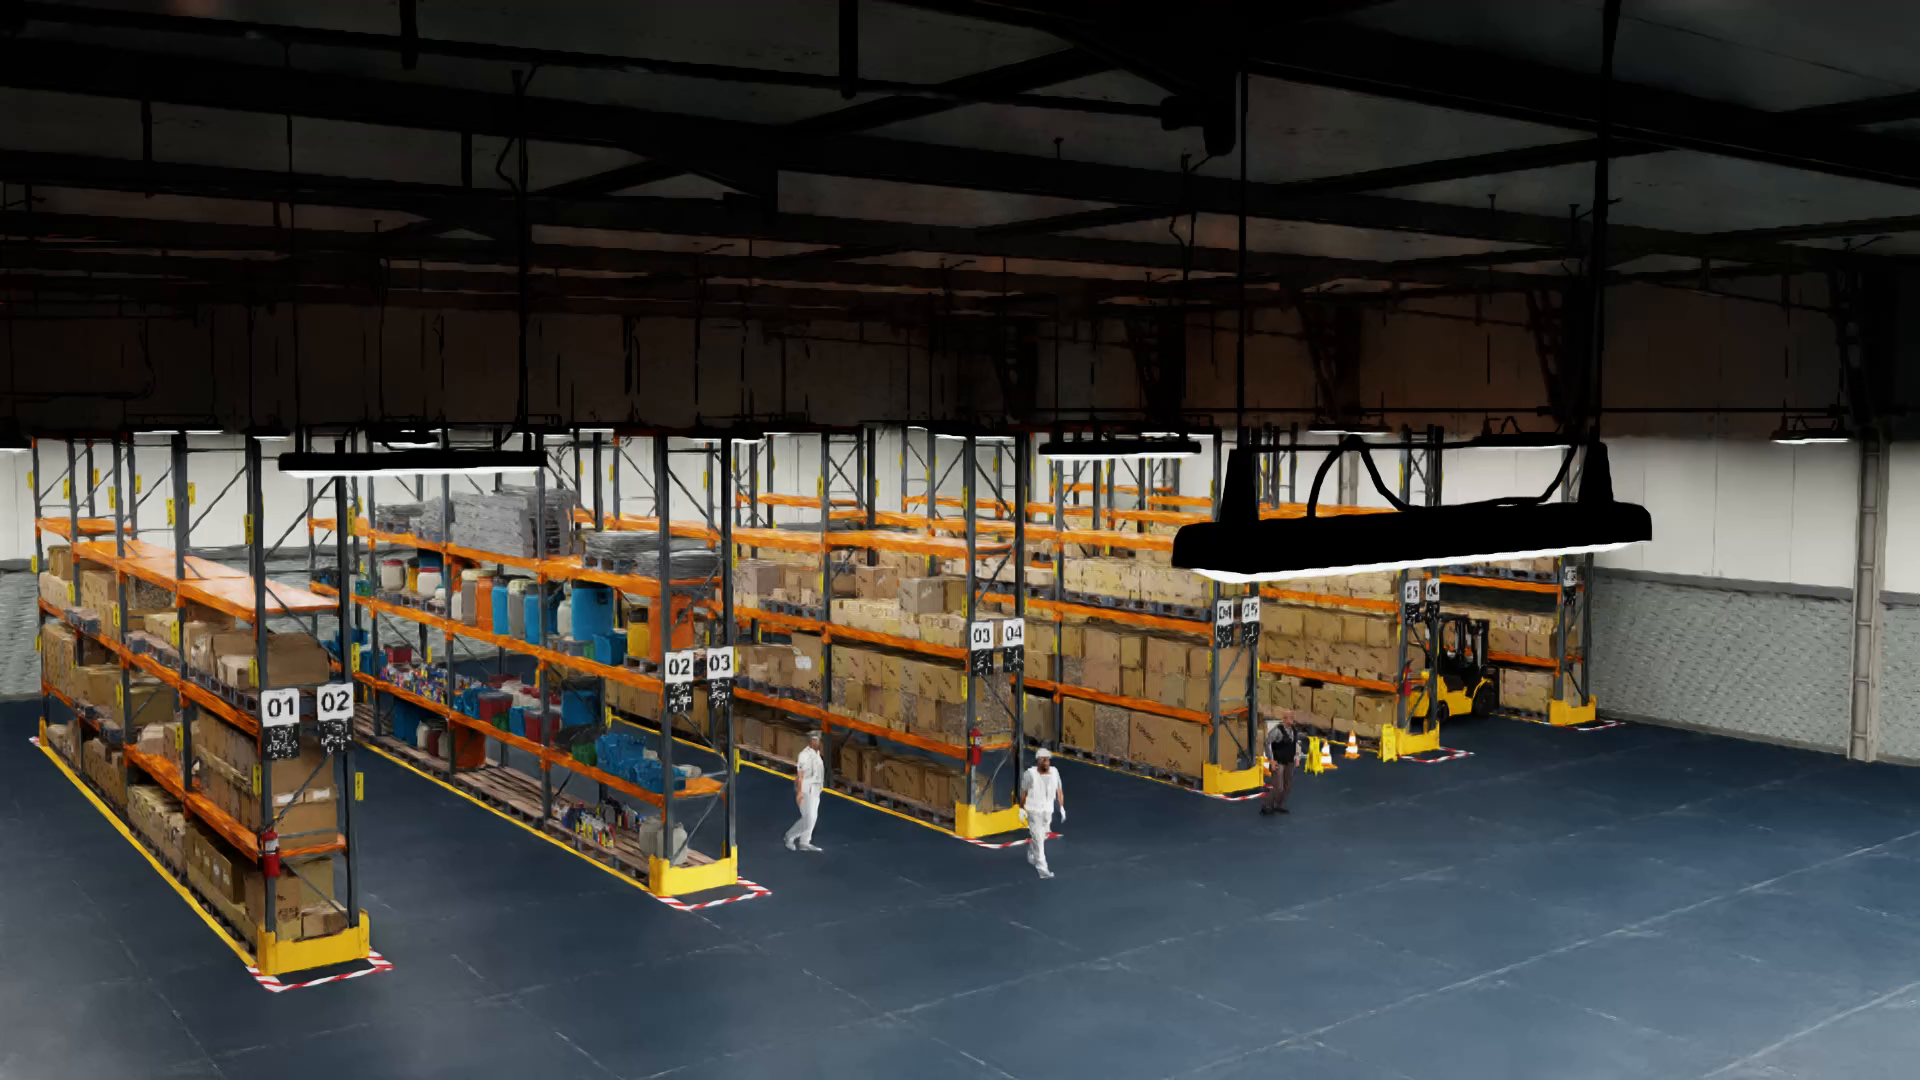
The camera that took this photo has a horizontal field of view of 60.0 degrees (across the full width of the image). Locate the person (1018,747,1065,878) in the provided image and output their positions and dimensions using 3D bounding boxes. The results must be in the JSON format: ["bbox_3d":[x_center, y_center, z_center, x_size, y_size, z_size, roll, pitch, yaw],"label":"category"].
[{"bbox_3d":[1.136,3.678,22.669,0.553,1.724,1.036,-2,5,-28],"label":"person"}]

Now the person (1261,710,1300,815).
[{"bbox_3d":[5.011,3.465,25.978,0.677,1.671,0.534,-4,6,-38],"label":"person"}]

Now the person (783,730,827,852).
[{"bbox_3d":[-2.236,3.589,23.814,0.560,1.753,0.602,1,5,16],"label":"person"}]
